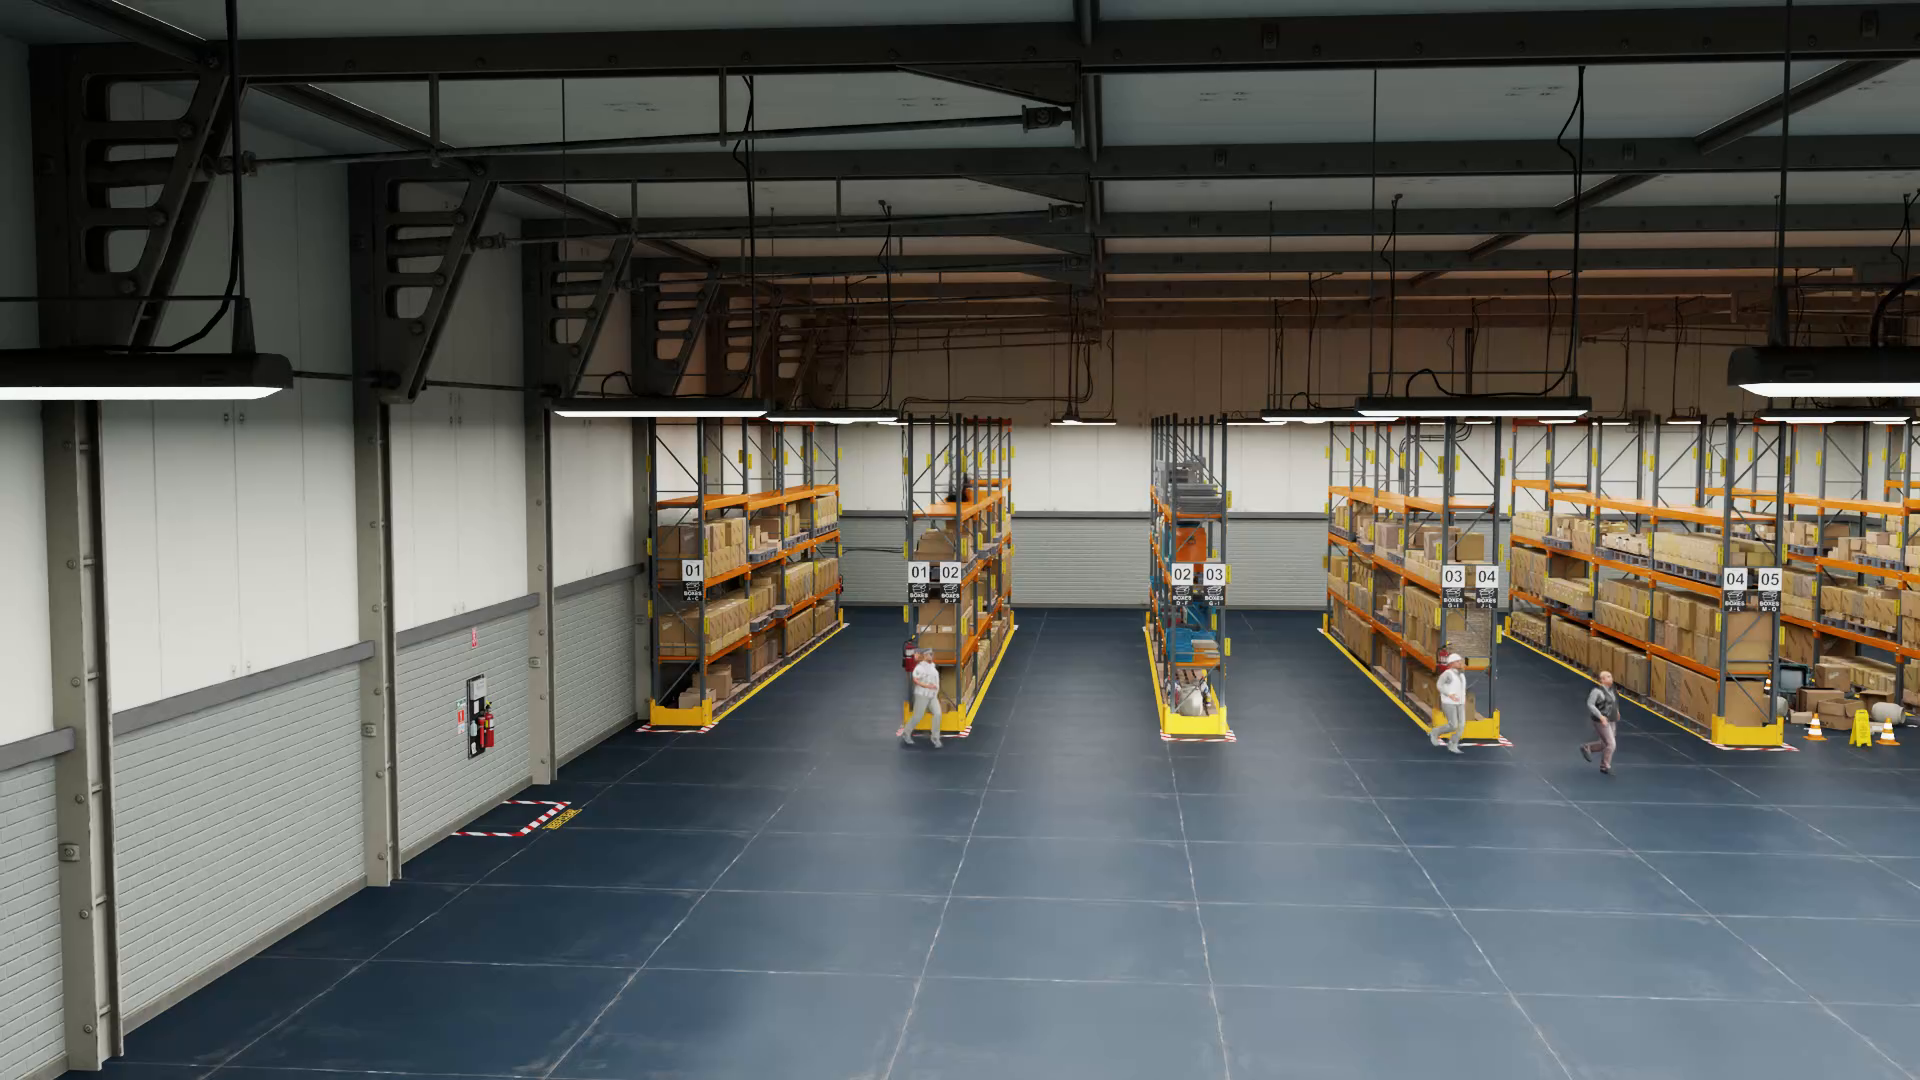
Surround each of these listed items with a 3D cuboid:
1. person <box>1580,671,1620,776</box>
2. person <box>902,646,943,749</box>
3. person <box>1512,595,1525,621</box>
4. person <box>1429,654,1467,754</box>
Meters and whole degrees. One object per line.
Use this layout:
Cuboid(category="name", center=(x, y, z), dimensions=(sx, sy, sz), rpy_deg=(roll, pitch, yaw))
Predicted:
Cuboid(category="person", center=(10.632, 3.023, 27.645), dimensions=(0.667, 1.722, 0.711), rpy_deg=(-3, 5, -37))
Cuboid(category="person", center=(-0.608, 2.824, 30.030), dimensions=(0.882, 1.815, 0.703), rpy_deg=(3, 5, 39))
Cuboid(category="person", center=(15.912, 1.728, 47.481), dimensions=(0.761, 1.615, 0.739), rpy_deg=(2, 4, 29))
Cuboid(category="person", center=(8.712, 2.889, 29.503), dimensions=(0.671, 1.759, 0.627), rpy_deg=(-3, 5, -34))
